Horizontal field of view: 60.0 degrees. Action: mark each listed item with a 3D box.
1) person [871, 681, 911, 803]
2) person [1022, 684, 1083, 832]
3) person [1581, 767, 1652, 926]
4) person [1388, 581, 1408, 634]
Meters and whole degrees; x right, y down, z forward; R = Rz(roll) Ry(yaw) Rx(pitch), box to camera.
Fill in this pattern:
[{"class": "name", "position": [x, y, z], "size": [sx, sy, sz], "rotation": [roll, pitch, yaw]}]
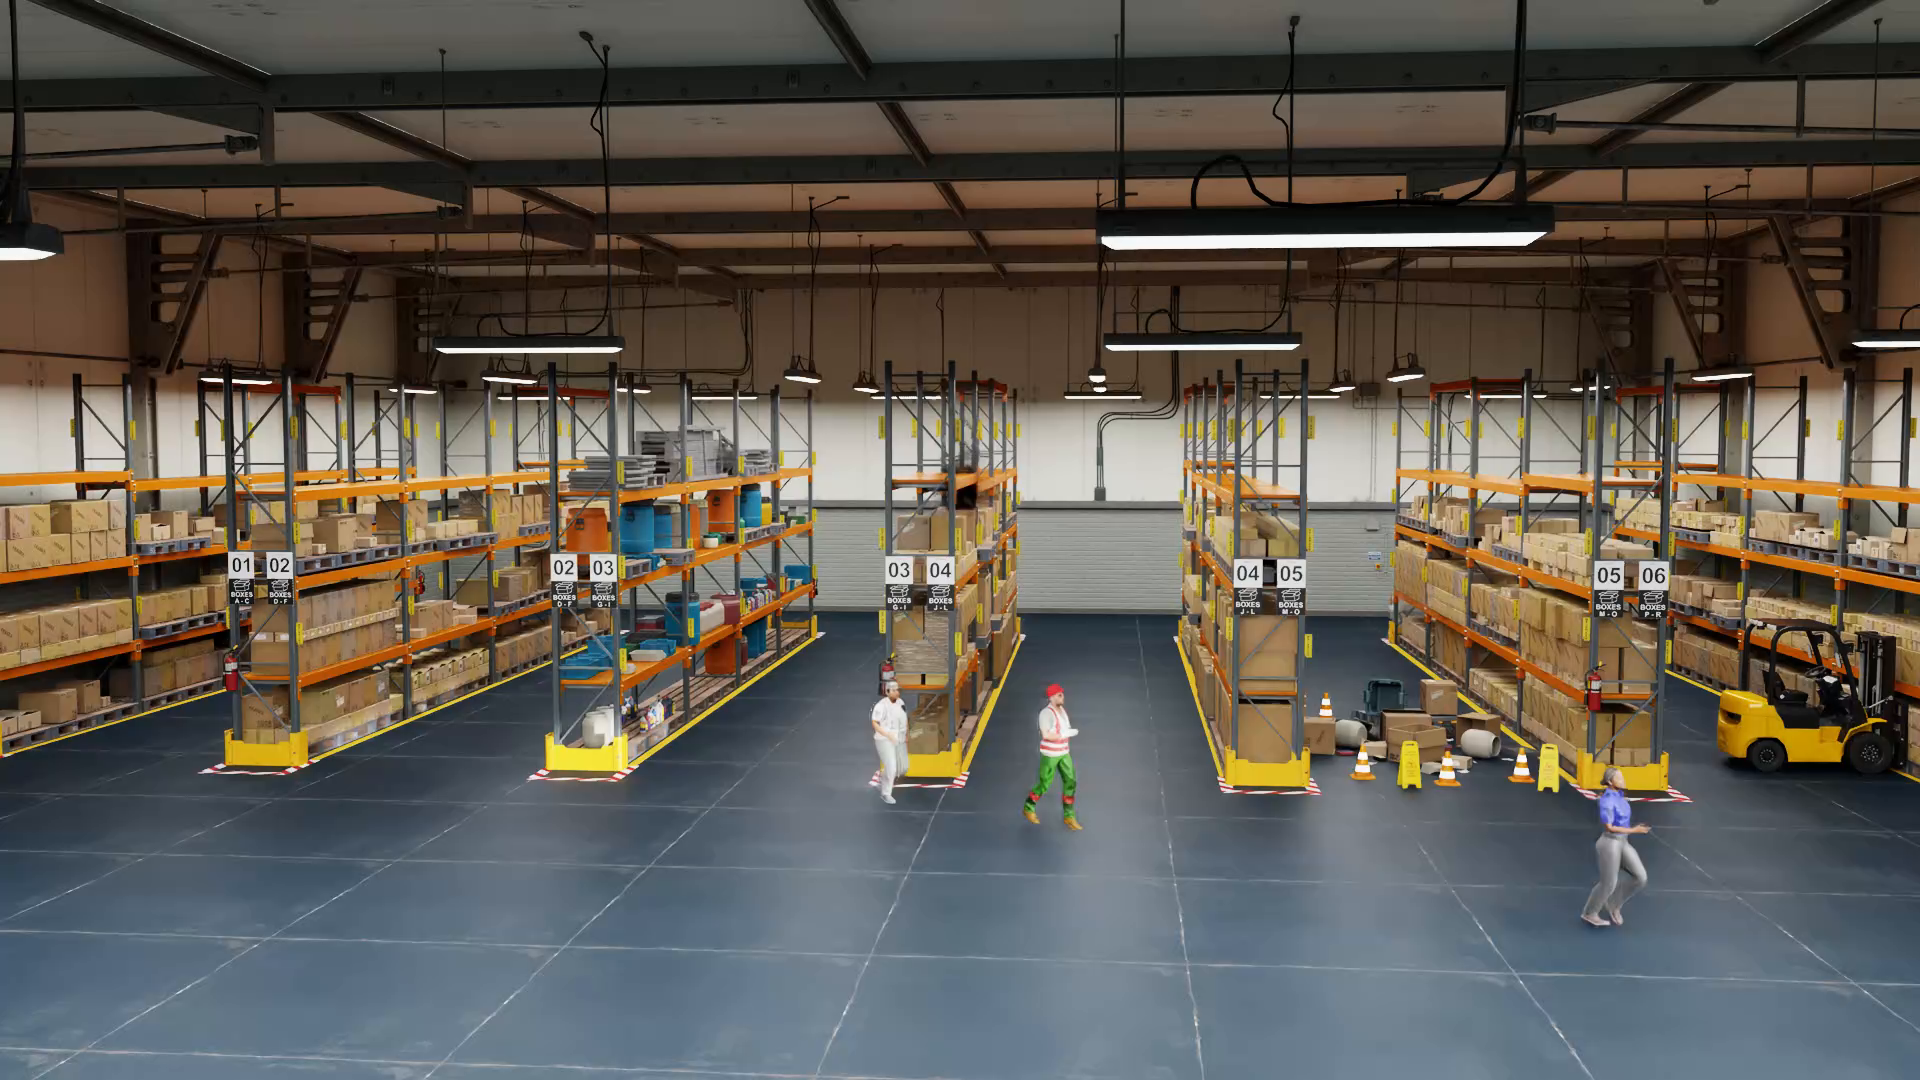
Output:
[{"class": "person", "position": [-0.919, 2.724, 22.512], "size": [0.645, 1.636, 0.558], "rotation": [-3, 5, -40]}, {"class": "person", "position": [1.156, 2.721, 20.889], "size": [0.837, 1.846, 0.662], "rotation": [3, 5, 38]}, {"class": "person", "position": [6.596, 3.088, 16.662], "size": [0.665, 1.641, 0.566], "rotation": [4, 5, 44]}, {"class": "person", "position": [10.731, 1.490, 40.401], "size": [0.708, 1.731, 0.766], "rotation": [2, 4, 24]}]
